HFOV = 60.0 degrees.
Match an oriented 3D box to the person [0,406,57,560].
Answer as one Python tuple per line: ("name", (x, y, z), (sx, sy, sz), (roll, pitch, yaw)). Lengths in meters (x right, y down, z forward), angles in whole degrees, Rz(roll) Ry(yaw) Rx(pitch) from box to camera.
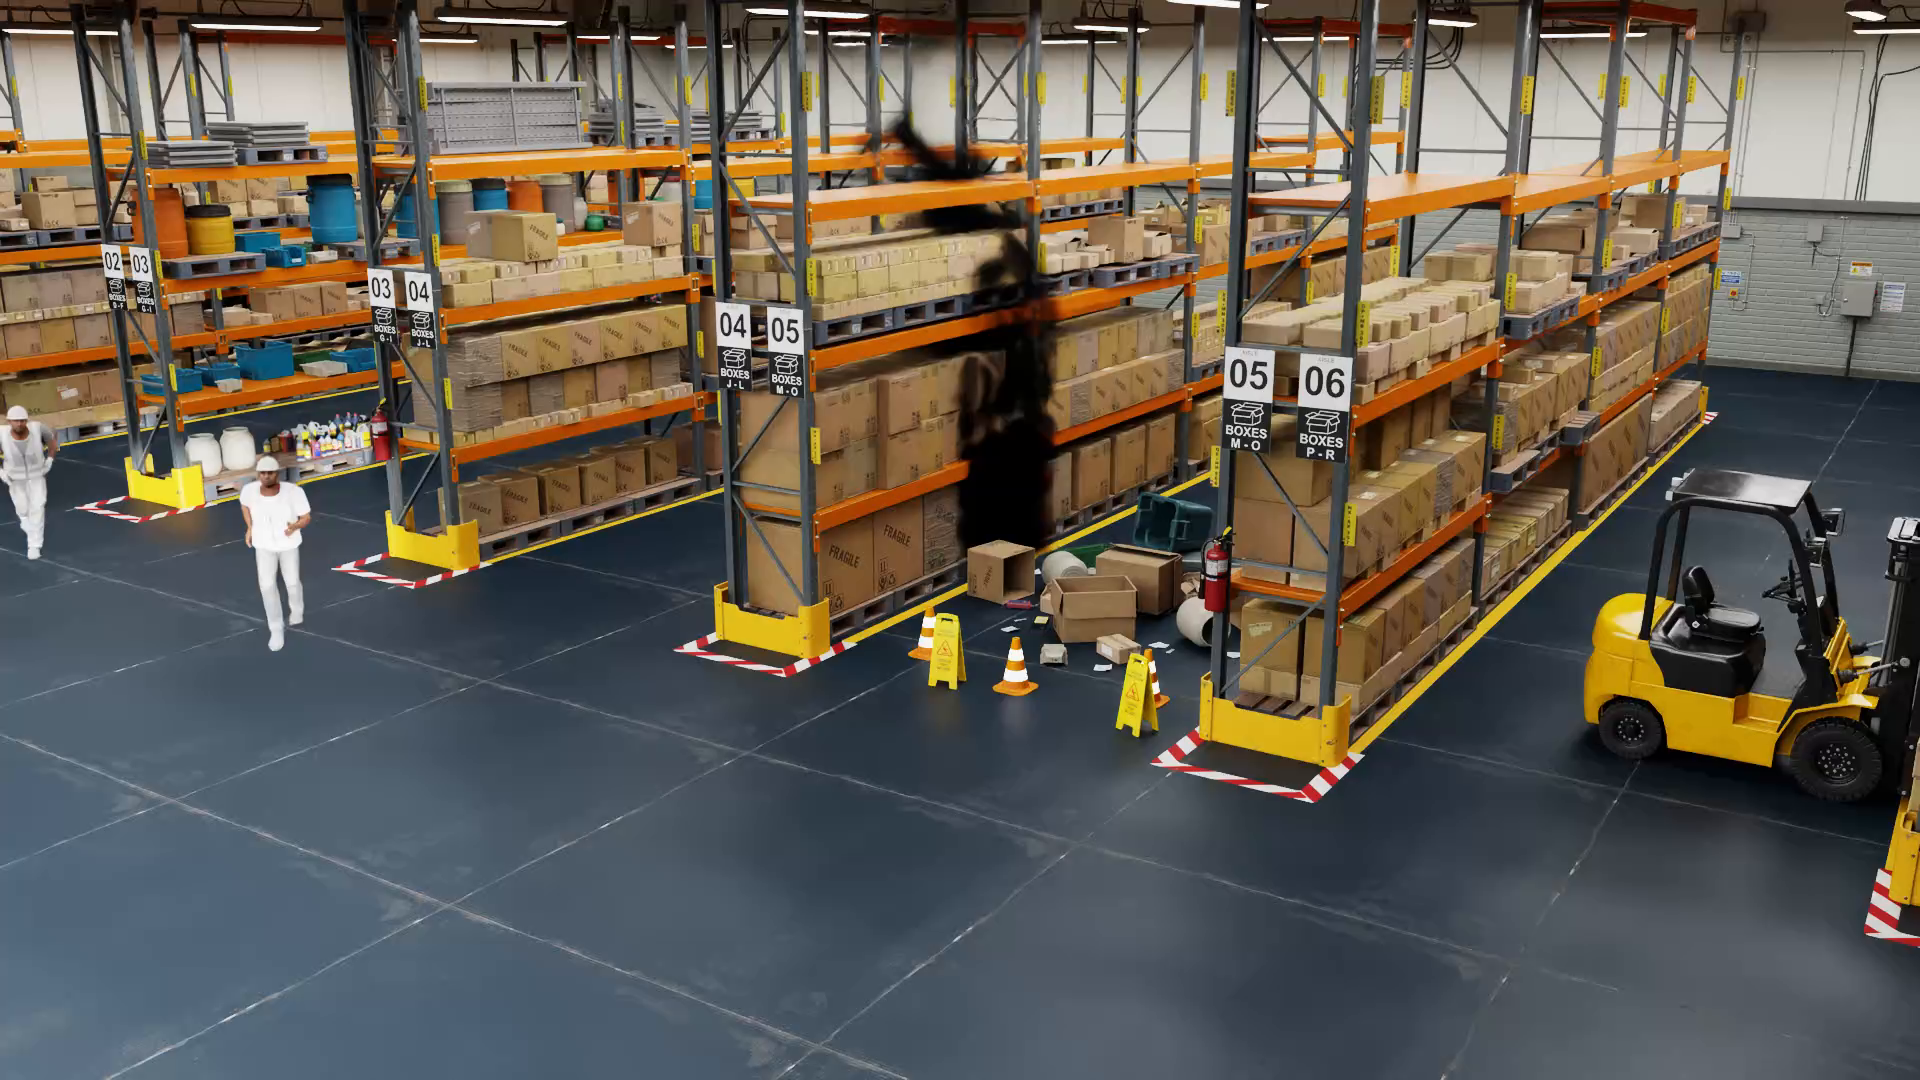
("person", (-10.473, -0.707, 18.649), (0.694, 1.724, 1.000), (-11, 19, -35))

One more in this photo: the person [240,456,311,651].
("person", (-6.404, 0.077, 15.651), (0.618, 1.809, 0.872), (-5, 16, -18))
